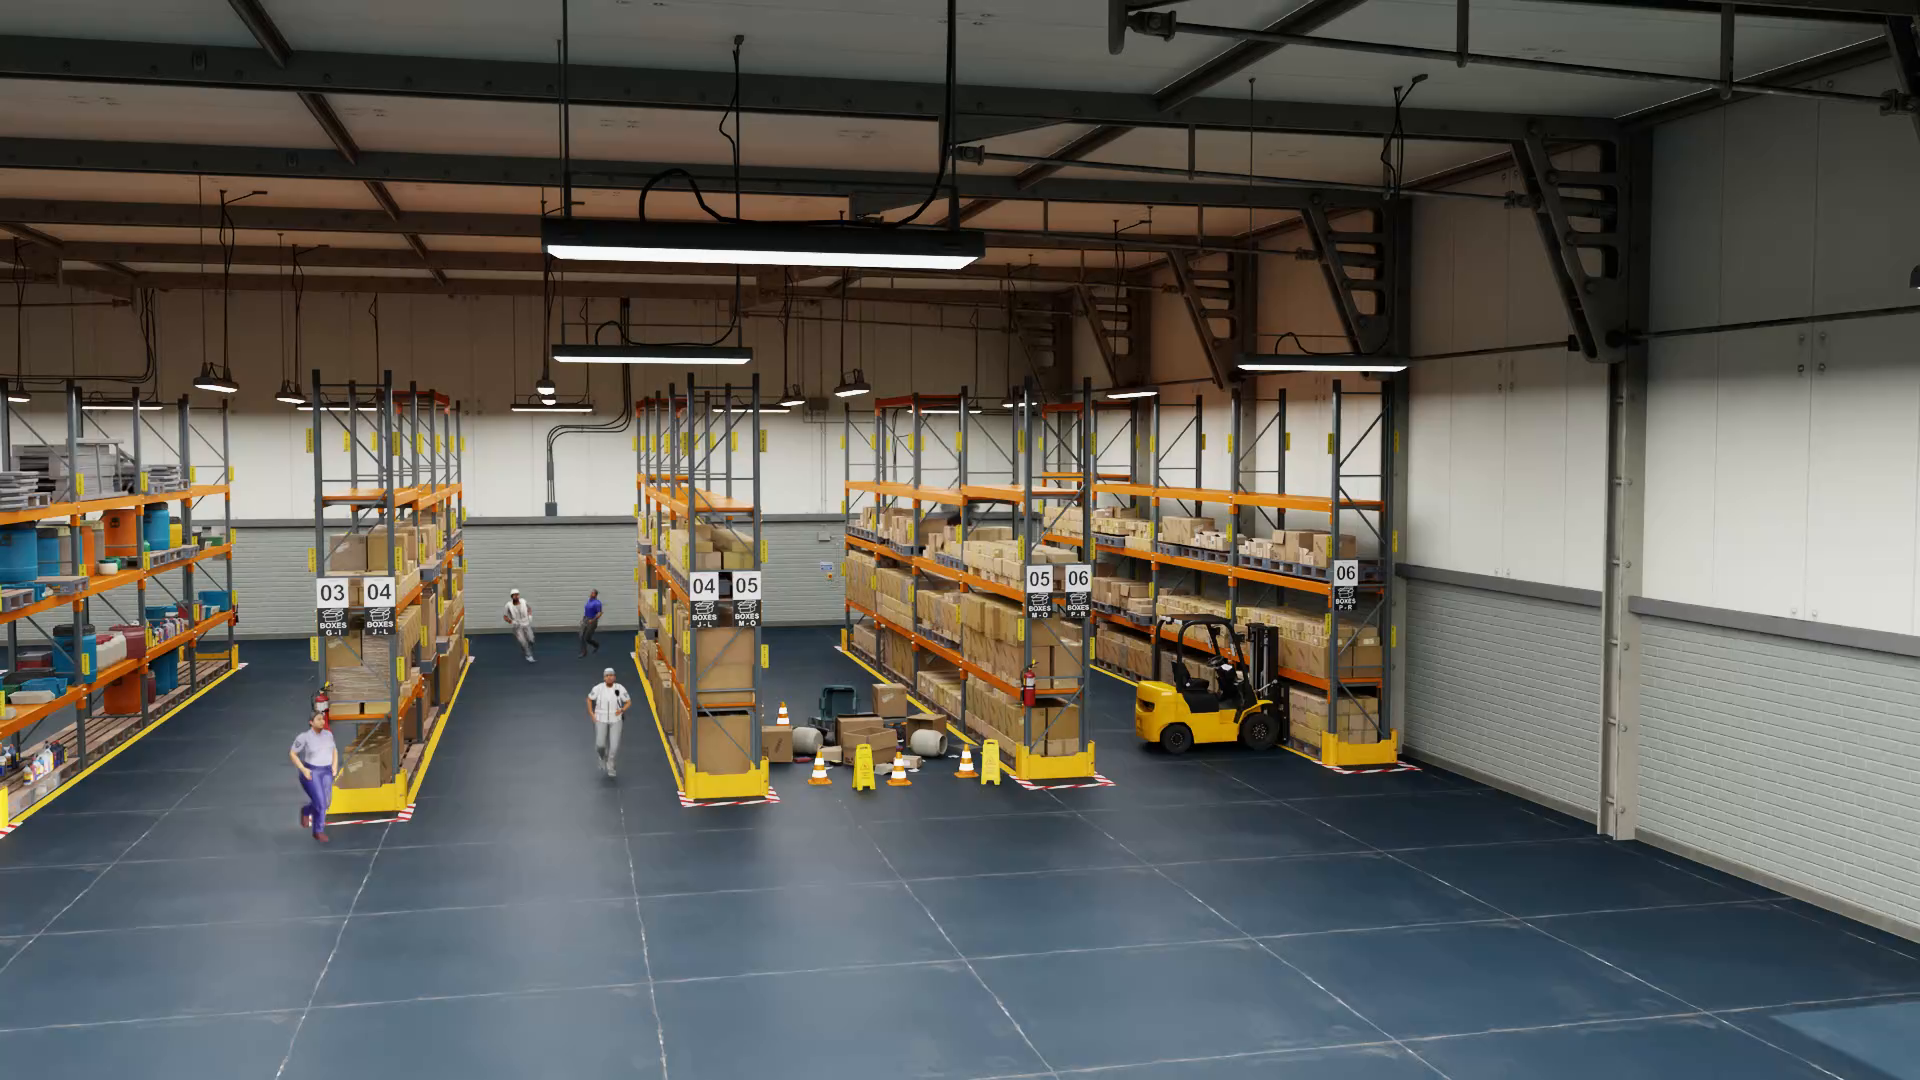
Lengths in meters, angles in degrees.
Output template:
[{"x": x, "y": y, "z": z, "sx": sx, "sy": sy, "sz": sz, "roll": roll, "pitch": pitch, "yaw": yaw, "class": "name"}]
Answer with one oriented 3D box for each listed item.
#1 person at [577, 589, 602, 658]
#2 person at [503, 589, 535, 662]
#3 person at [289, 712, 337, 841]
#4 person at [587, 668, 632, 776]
[{"x": -8.676, "y": 1.963, "z": 39.025, "sx": 0.631, "sy": 1.619, "sz": 0.607, "roll": 2, "pitch": 4, "yaw": 36, "class": "person"}, {"x": -10.088, "y": 1.959, "z": 38.058, "sx": 0.734, "sy": 1.688, "sz": 0.605, "roll": -2, "pitch": 4, "yaw": -31, "class": "person"}, {"x": -8.205, "y": 2.992, "z": 21.177, "sx": 0.667, "sy": 1.621, "sz": 0.632, "roll": 2, "pitch": 4, "yaw": 34, "class": "person"}, {"x": -5.281, "y": 2.741, "z": 25.028, "sx": 0.668, "sy": 1.628, "sz": 0.506, "roll": -1, "pitch": 3, "yaw": -10, "class": "person"}]
